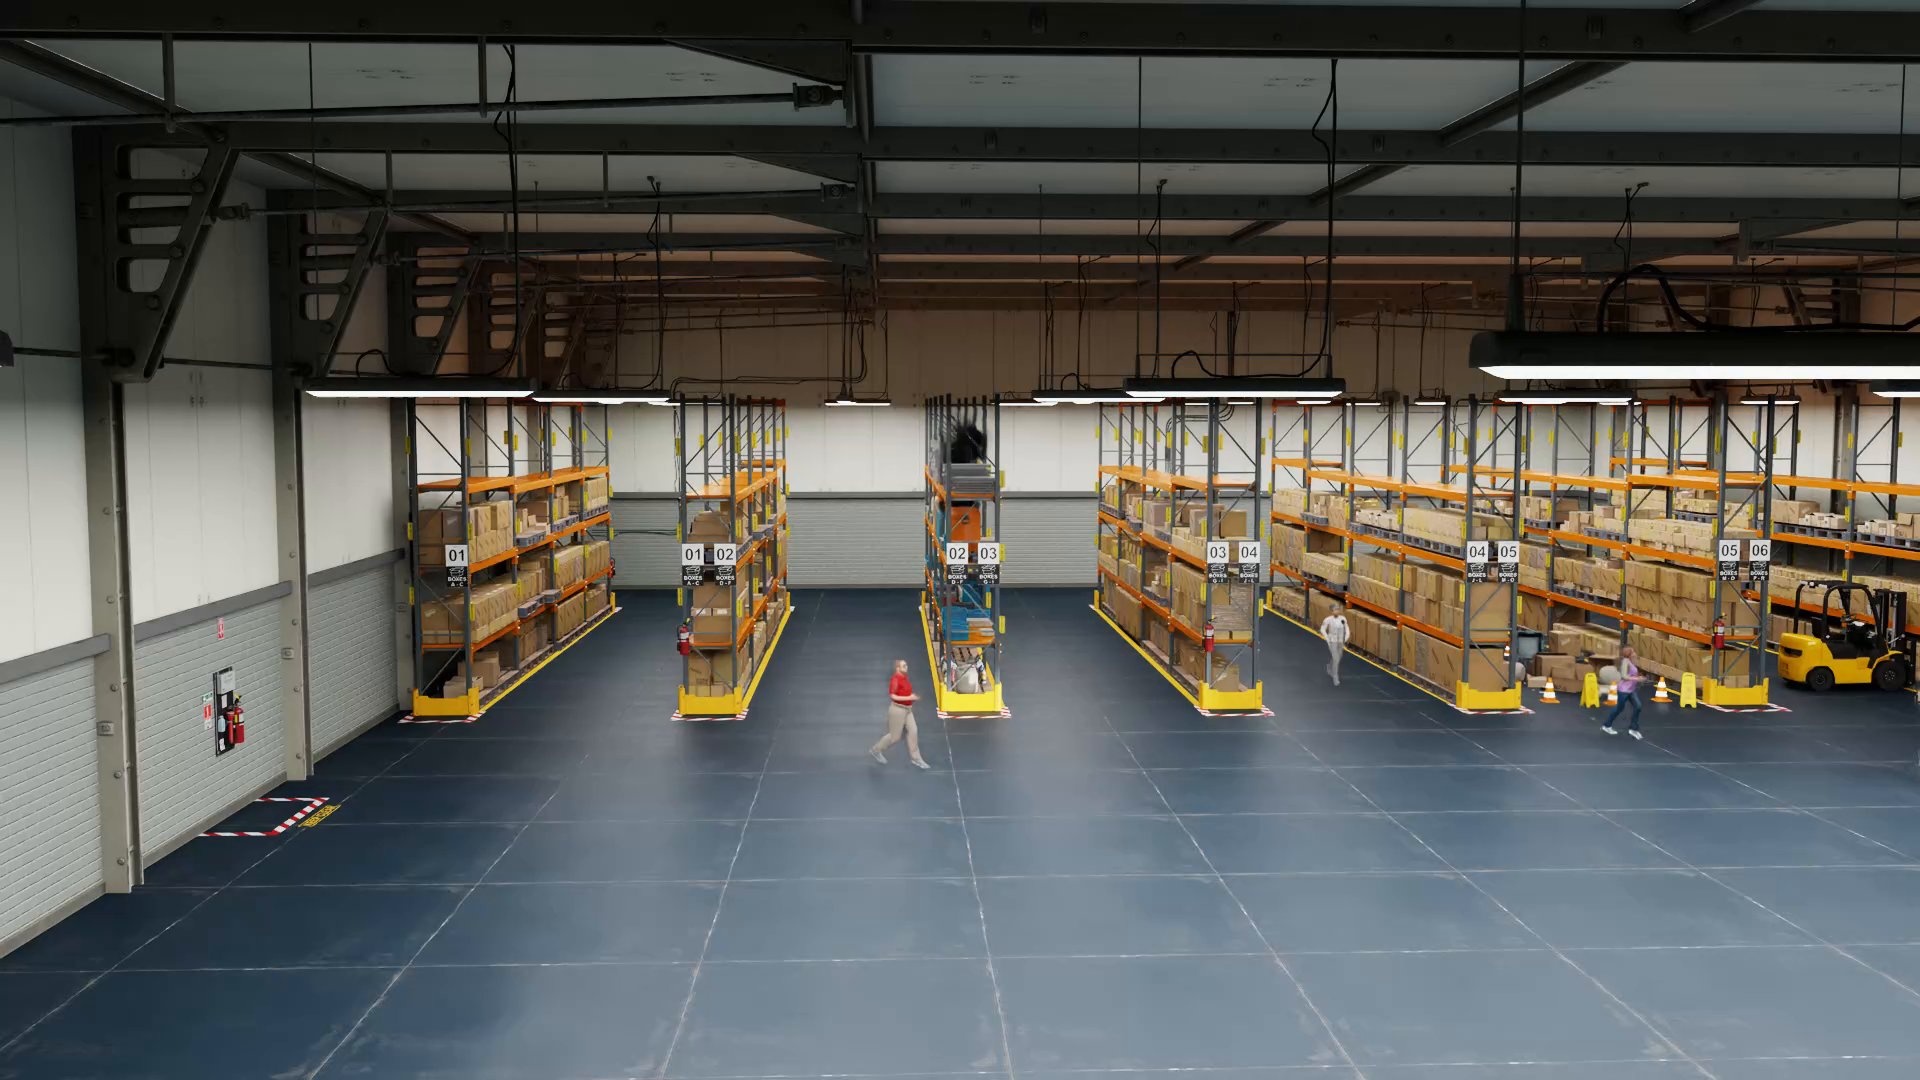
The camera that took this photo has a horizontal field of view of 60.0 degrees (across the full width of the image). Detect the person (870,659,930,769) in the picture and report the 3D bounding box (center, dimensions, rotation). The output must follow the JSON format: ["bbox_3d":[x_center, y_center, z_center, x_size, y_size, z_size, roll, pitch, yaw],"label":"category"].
[{"bbox_3d":[-0.963,2.768,26.453,0.969,1.750,0.660,1,5,18],"label":"person"}]

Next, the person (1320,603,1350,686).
[{"bbox_3d":[7.825,2.151,34.739,0.618,1.692,0.753,-1,5,-10],"label":"person"}]

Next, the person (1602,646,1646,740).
[{"bbox_3d":[11.519,2.642,28.815,0.729,1.635,0.524,4,6,42],"label":"person"}]
